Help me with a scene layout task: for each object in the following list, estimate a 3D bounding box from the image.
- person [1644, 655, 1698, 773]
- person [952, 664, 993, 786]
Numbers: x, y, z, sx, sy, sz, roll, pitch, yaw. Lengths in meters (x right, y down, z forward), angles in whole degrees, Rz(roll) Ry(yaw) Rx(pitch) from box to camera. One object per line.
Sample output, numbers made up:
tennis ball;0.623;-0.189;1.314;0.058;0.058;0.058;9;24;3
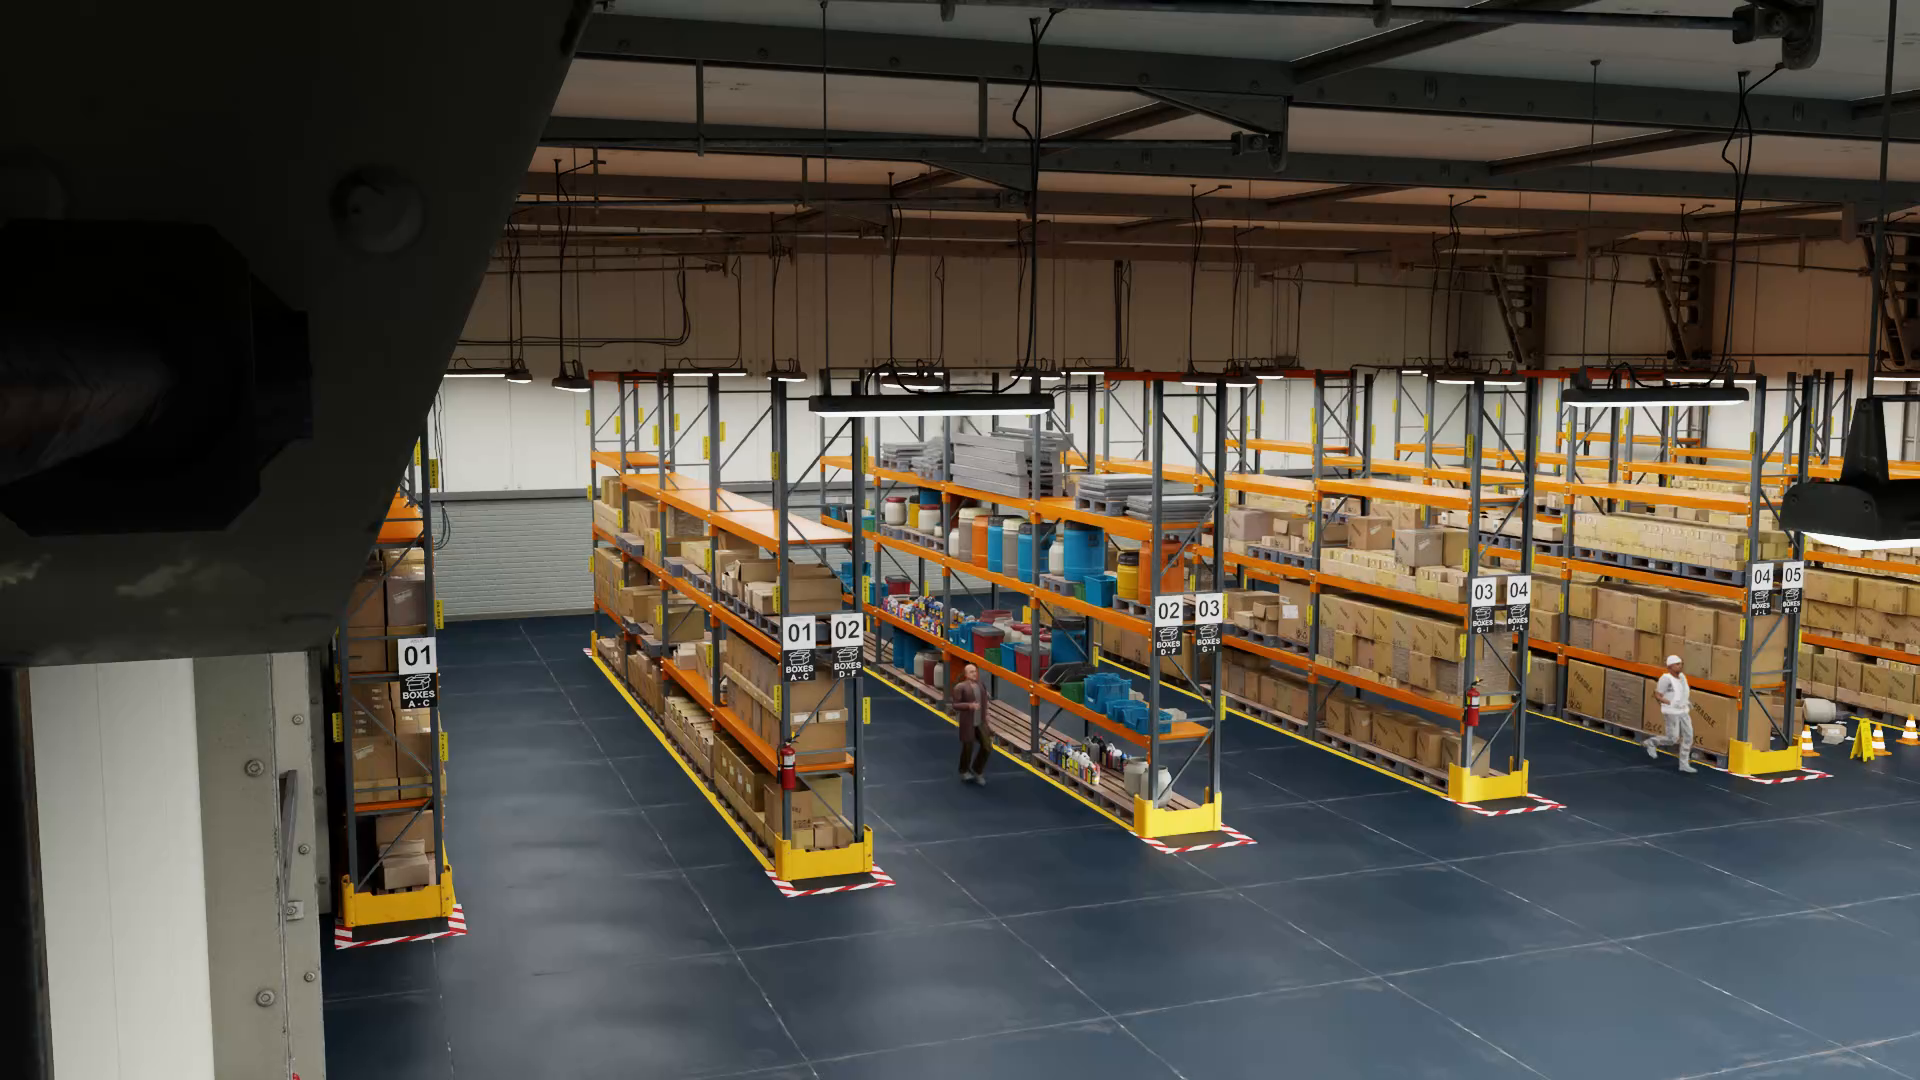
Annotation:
person;10.890;2.631;25.337;0.684;1.747;0.874;-4;7;-29
person;0.205;2.731;24.477;0.688;1.814;0.754;-3;7;-27
